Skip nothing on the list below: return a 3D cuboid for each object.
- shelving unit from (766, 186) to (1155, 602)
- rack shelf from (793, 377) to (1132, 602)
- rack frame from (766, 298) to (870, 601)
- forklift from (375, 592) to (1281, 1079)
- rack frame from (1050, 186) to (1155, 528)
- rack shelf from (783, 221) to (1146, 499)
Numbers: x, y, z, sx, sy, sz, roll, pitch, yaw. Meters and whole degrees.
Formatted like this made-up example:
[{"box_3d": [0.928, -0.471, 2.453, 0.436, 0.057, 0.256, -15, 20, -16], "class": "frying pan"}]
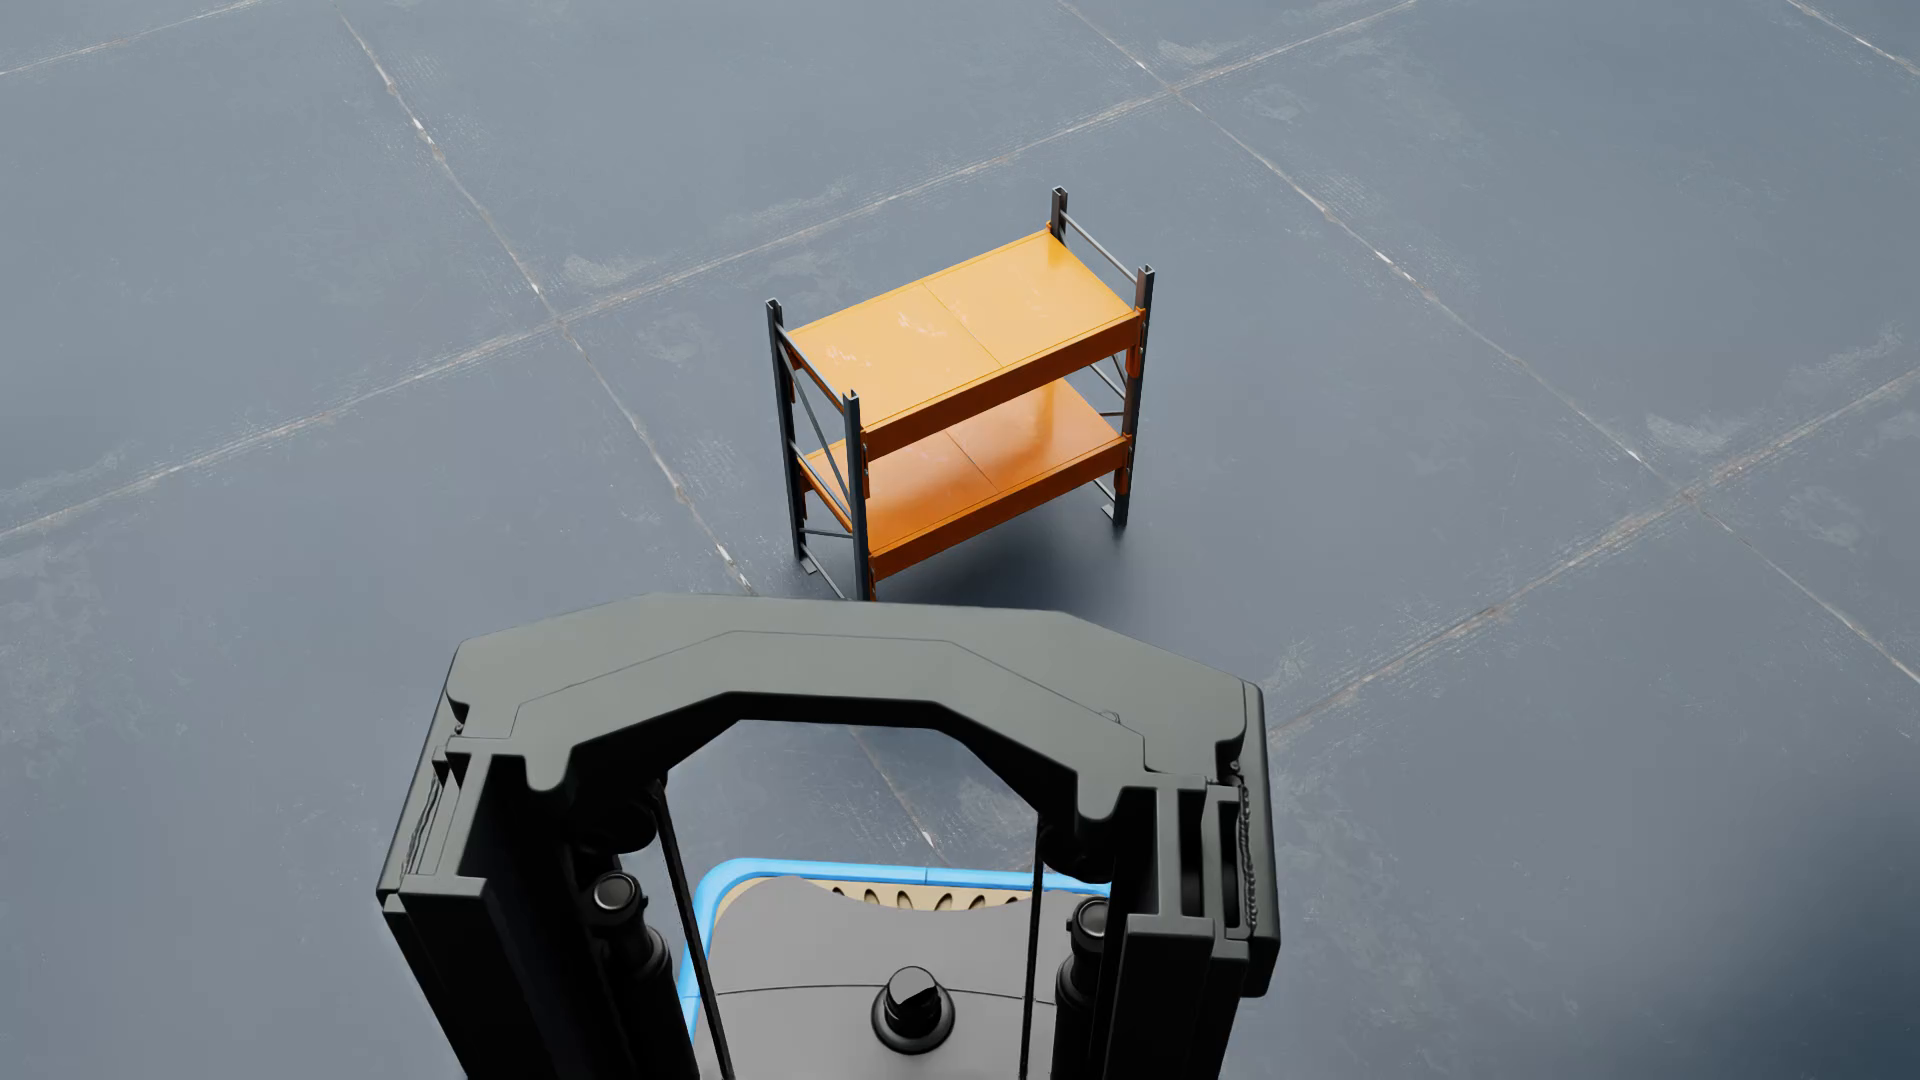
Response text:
[{"box_3d": [0.006, -0.377, 5.332, 1.048, 1.125, 0.538, -25, 53, -21], "class": "shelving unit"}, {"box_3d": [0.006, -0.214, 5.515, 1.000, 0.278, 0.538, -25, 53, -21], "class": "rack shelf"}, {"box_3d": [-0.424, -0.174, 5.152, 0.032, 1.125, 0.500, -25, 53, -21], "class": "rack frame"}, {"box_3d": [-0.164, 1.565, 2.393, 1.130, 2.935, 3.031, 3, 48, 2], "class": "forklift"}, {"box_3d": [0.436, -0.579, 5.513, 0.032, 1.125, 0.500, -25, 53, -21], "class": "rack frame"}, {"box_3d": [0.006, -0.571, 5.114, 1.000, 0.278, 0.538, -25, 53, -21], "class": "rack shelf"}]
